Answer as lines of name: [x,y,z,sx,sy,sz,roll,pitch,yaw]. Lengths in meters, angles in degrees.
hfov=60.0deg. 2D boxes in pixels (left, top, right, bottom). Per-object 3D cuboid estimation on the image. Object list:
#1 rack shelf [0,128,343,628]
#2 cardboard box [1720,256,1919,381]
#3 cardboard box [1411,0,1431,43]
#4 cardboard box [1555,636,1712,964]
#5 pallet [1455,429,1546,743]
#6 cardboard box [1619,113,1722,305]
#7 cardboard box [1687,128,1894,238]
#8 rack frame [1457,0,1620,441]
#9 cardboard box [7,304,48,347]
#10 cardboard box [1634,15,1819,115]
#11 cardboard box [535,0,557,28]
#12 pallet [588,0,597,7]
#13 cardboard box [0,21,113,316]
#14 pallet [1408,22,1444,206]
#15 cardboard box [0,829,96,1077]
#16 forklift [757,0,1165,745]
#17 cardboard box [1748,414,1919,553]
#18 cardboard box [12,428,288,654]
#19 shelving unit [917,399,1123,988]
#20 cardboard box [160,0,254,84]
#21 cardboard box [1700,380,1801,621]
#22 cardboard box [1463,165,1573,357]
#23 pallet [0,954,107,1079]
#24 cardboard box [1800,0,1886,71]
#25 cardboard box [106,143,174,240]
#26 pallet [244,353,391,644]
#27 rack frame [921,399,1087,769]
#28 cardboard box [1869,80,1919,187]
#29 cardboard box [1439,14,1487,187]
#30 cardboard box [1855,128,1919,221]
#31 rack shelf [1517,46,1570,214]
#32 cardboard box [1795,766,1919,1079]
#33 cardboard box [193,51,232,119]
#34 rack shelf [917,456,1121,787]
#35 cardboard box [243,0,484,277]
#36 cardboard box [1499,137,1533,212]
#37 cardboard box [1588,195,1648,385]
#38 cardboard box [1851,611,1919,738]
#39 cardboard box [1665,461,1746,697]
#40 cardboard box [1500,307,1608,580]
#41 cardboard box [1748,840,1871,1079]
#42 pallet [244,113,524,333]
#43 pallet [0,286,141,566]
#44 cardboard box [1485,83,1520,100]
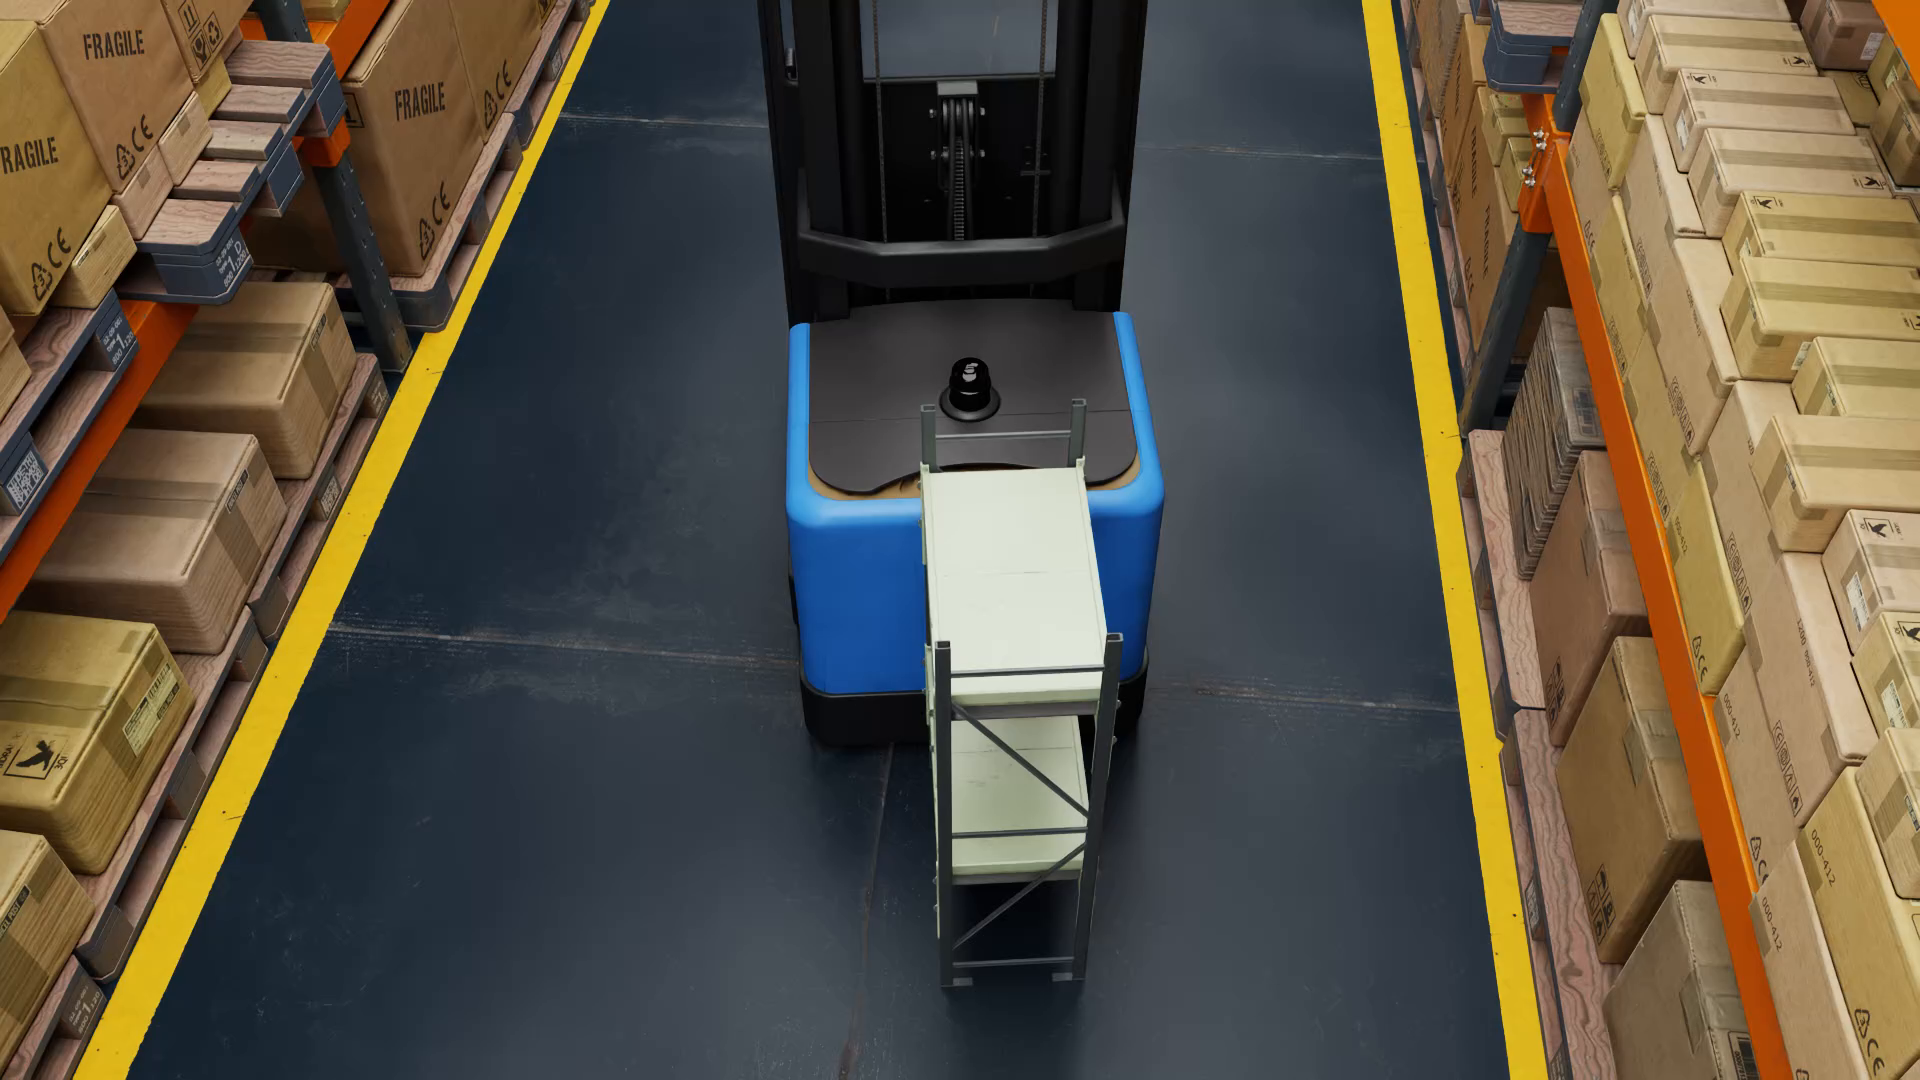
rack shelf: [-2.790,-0.006,4.210,1.077,0.370,4.000,4,48,4]
cardboard box: [1.907,-0.477,3.646,0.380,0.149,0.250,5,48,4]
cardboard box: [2.344,-2.526,7.437,0.500,0.500,0.500,3,48,2]
cardboard box: [2.153,0.705,4.397,0.875,0.625,0.625,2,48,2]
pallet: [2.222,0.156,5.464,1.003,0.211,1.213,4,48,4]
cardboard box: [2.006,-0.828,4.238,0.500,0.250,0.500,5,48,5]
cardboard box: [1.982,-0.846,3.984,0.380,0.149,0.250,4,48,4]
rack frame: [2.336,-1.388,4.986,1.000,3.000,0.127,4,48,4]
cardboard box: [-2.524,-0.565,4.120,0.380,0.149,0.250,4,48,4]
cardboard box: [1.991,-1.230,4.335,0.380,0.149,0.250,5,48,4]
cardboard box: [-2.294,-2.957,7.577,0.875,0.875,0.875,5,48,5]
pallet: [-2.238,-3.145,8.483,1.003,0.211,1.213,4,48,4]
cardboard box: [-2.453,-0.890,3.977,0.500,0.500,0.500,1,48,1]
pallet: [2.556,-1.887,7.333,1.003,0.211,1.213,4,48,4]
cardboard box: [-2.864,1.052,4.251,0.950,0.372,0.625,7,48,6]
forklift: [-0.035,-1.448,5.088,1.130,2.935,3.031,-2,48,-2]
cardboard box: [1.816,-0.108,3.308,0.380,0.149,0.250,3,48,2]
cardboard box: [-2.728,-0.016,5.228,0.950,0.372,0.625,3,48,3]
shelving unit: [0.126,0.450,4.322,0.431,1.500,0.755,-2,48,-2]
cardboard box: [-2.372,-1.642,4.665,0.500,0.500,0.500,3,48,2]
cardboard box: [1.918,-0.068,3.542,0.500,0.250,0.500,4,48,4]
cardboard box: [2.161,-1.011,6.051,0.500,0.500,0.500,5,48,5]
pallet: [-2.902,1.590,4.153,1.003,0.211,1.213,4,48,4]
cardboard box: [2.508,-1.388,4.479,0.380,0.149,0.250,5,48,5]
cardboard box: [-2.364,-0.944,4.467,0.380,0.149,0.250,2,48,2]
pallet: [-2.680,-0.203,5.793,1.003,0.211,1.213,4,48,4]
rack frame: [0.105,0.180,4.569,0.400,1.500,0.023,-2,48,-2]
cardboard box: [2.511,-1.002,4.126,0.380,0.149,0.250,4,48,3]
cardboard box: [2.262,-1.763,6.739,0.500,0.500,0.500,6,48,5]
cardboard box: [2.527,-0.781,4.194,0.500,0.250,0.500,4,48,4]
rack shelf: [2.518,-2.614,6.596,1.077,0.370,4.000,4,48,4]
cardboard box: [1.801,0.677,2.861,0.500,0.250,0.500,3,48,3]
cardboard box: [-2.355,-1.317,4.807,0.380,0.149,0.250,5,48,4]
rack shelf: [0.126,0.187,4.034,0.431,0.370,0.720,-2,48,-2]
cardboard box: [-2.462,-1.645,6.377,0.875,0.875,0.875,3,48,3]
cardboard box: [2.129,-1.285,5.862,0.380,0.149,0.250,2,48,2]
cardboard box: [2.001,-0.658,4.421,0.500,0.250,0.500,3,48,3]
cardboard box: [1.840,0.276,2.958,0.380,0.149,0.250,3,48,3]
cardboard box: [1.913,0.102,3.726,0.500,0.250,0.500,5,48,5]
cardboard box: [2.266,-0.270,5.289,0.875,0.625,0.625,5,48,5]
cardboard box: [1.797,0.845,3.046,0.500,0.250,0.500,4,48,3]
pallet: [-2.460,-1.352,6.843,1.003,0.211,1.213,4,48,4]
pallet: [-2.747,-0.197,4.027,1.003,0.211,1.213,4,48,4]
cardboard box: [2.191,-1.678,6.222,0.380,0.149,0.250,2,48,2]
